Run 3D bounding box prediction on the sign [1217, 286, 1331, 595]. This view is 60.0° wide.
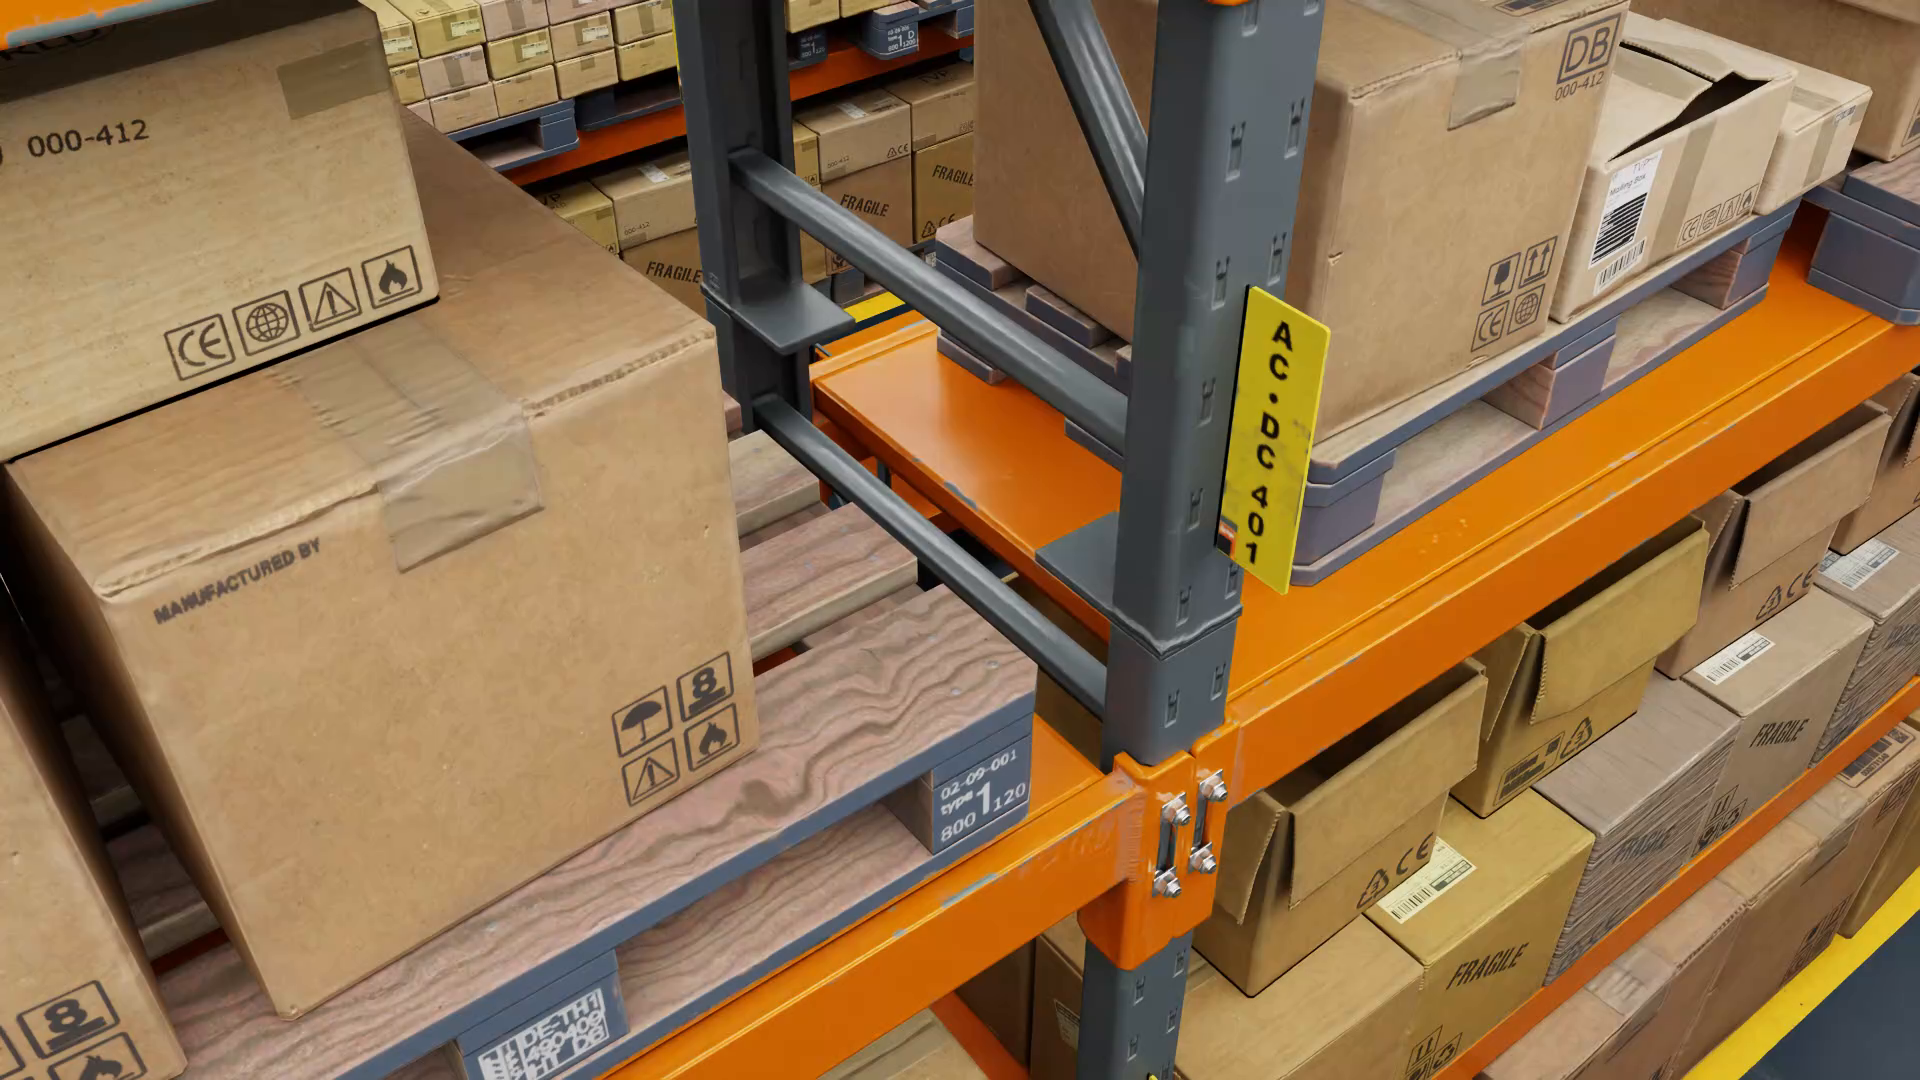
[{"bbox_3d":[0.309,-0.092,1.662,0.005,0.325,0.100,-26,46,-28],"label":"sign"}]

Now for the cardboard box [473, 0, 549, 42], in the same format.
[{"bbox_3d":[-1.758,-2.034,6.262,0.250,0.149,0.380,-27,46,-29],"label":"cardboard box"}]

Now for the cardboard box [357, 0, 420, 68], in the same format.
[{"bbox_3d":[-2.162,-1.841,6.027,0.250,0.149,0.380,-25,45,-27],"label":"cardboard box"}]

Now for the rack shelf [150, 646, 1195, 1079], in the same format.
[{"bbox_3d":[-1.616,0.911,1.477,4.000,0.370,1.077,-26,46,-28],"label":"rack shelf"}]

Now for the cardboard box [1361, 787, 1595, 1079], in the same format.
[{"bbox_3d":[0.885,0.734,3.412,0.500,0.500,0.500,-26,46,-28],"label":"cardboard box"}]

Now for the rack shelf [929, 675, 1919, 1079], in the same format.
[{"bbox_3d":[1.556,0.525,4.313,4.000,0.370,1.077,-26,46,-28],"label":"rack shelf"}]

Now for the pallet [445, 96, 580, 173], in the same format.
[{"bbox_3d":[-2.278,-1.662,6.562,1.213,0.211,1.003,-26,46,-28],"label":"pallet"}]

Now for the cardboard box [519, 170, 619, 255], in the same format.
[{"bbox_3d":[-1.805,-1.360,7.091,0.500,0.250,0.500,-25,45,-27],"label":"cardboard box"}]

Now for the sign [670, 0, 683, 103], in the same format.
[{"bbox_3d":[-0.368,-0.731,2.255,0.005,0.325,0.100,-26,46,-28],"label":"sign"}]

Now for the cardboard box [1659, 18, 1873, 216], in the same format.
[{"bbox_3d":[1.242,-0.706,2.747,0.250,0.149,0.380,-28,47,-30],"label":"cardboard box"}]

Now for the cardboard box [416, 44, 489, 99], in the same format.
[{"bbox_3d":[-1.971,-1.816,6.231,0.250,0.149,0.380,-25,45,-27],"label":"cardboard box"}]

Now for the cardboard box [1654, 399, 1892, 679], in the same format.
[{"bbox_3d":[1.506,-0.166,3.717,0.637,0.503,0.797,-24,45,-27],"label":"cardboard box"}]

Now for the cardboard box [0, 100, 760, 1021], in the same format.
[{"bbox_3d":[-0.614,-0.047,1.589,0.500,0.500,0.700,-29,47,-30],"label":"cardboard box"}]

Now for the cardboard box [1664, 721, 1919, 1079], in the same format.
[{"bbox_3d":[1.870,0.729,4.840,0.875,0.875,1.225,-26,46,-28],"label":"cardboard box"}]

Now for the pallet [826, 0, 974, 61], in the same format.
[{"bbox_3d":[-0.301,-2.657,7.775,1.003,0.211,1.213,-26,46,-28],"label":"pallet"}]

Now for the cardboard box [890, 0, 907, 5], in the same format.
[{"bbox_3d":[-0.313,-2.509,7.310,0.250,0.149,0.380,-25,46,-27],"label":"cardboard box"}]

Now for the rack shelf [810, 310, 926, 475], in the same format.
[{"bbox_3d":[-0.005,-0.659,6.204,1.000,0.278,0.538,-26,46,-28],"label":"rack shelf"}]

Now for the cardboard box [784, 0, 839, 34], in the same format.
[{"bbox_3d":[-0.726,-2.309,7.067,0.250,0.149,0.380,-28,47,-30],"label":"cardboard box"}]

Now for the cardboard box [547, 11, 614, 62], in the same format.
[{"bbox_3d":[-1.553,-2.022,6.483,0.250,0.149,0.380,-24,45,-26],"label":"cardboard box"}]

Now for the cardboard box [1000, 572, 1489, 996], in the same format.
[{"bbox_3d":[0.471,0.342,3.098,0.637,0.503,0.797,-27,47,-29],"label":"cardboard box"}]

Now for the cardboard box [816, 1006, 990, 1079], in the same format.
[{"bbox_3d":[-0.232,0.985,2.477,0.500,0.500,0.500,-25,45,-27],"label":"cardboard box"}]

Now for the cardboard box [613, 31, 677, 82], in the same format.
[{"bbox_3d":[-1.348,-2.008,6.699,0.250,0.149,0.380,-27,46,-29],"label":"cardboard box"}]

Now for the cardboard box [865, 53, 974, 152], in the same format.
[{"bbox_3d":[-0.183,-2.150,8.054,0.500,0.250,0.500,-27,47,-29],"label":"cardboard box"}]

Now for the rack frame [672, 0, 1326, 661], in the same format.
[{"bbox_3d":[-0.030,-1.300,1.240,0.127,3.000,1.000,-26,46,-28],"label":"rack frame"}]

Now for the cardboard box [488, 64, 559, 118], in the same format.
[{"bbox_3d":[-1.763,-1.801,6.448,0.250,0.149,0.380,-26,46,-28],"label":"cardboard box"}]

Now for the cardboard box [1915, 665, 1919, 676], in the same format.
[{"bbox_3d":[2.502,-0.060,4.379,0.500,0.500,0.500,-26,46,-28],"label":"cardboard box"}]

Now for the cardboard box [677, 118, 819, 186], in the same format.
[{"bbox_3d":[-0.990,-1.760,7.579,0.500,0.250,0.500,-25,45,-27],"label":"cardboard box"}]

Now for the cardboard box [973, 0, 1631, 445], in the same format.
[{"bbox_3d":[0.424,-0.571,2.305,0.500,0.500,0.700,-25,45,-27],"label":"cardboard box"}]

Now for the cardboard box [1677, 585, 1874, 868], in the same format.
[{"bbox_3d":[1.689,0.338,3.894,0.500,0.500,0.500,-25,46,-27],"label":"cardboard box"}]

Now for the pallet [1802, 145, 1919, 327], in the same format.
[{"bbox_3d":[1.778,-0.904,3.271,1.213,0.211,1.003,-24,45,-26],"label":"pallet"}]

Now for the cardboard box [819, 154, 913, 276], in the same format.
[{"bbox_3d":[-0.577,-1.671,8.062,0.500,0.500,0.500,-24,45,-26],"label":"cardboard box"}]

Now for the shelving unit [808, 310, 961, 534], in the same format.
[{"bbox_3d":[-0.005,-0.432,6.390,1.048,1.125,0.538,-26,46,-28],"label":"shelving unit"}]

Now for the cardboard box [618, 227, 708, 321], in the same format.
[{"bbox_3d":[-1.399,-1.277,7.581,0.500,0.500,0.500,-25,46,-27],"label":"cardboard box"}]

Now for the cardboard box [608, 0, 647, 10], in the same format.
[{"bbox_3d":[-1.355,-2.230,6.502,0.250,0.149,0.380,-24,45,-27],"label":"cardboard box"}]

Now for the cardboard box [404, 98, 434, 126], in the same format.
[{"bbox_3d":[-2.163,-1.610,6.215,0.250,0.149,0.380,-25,46,-27],"label":"cardboard box"}]

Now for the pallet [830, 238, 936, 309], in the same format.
[{"bbox_3d":[-0.421,-1.681,8.632,1.213,0.211,1.003,-26,46,-28],"label":"pallet"}]
